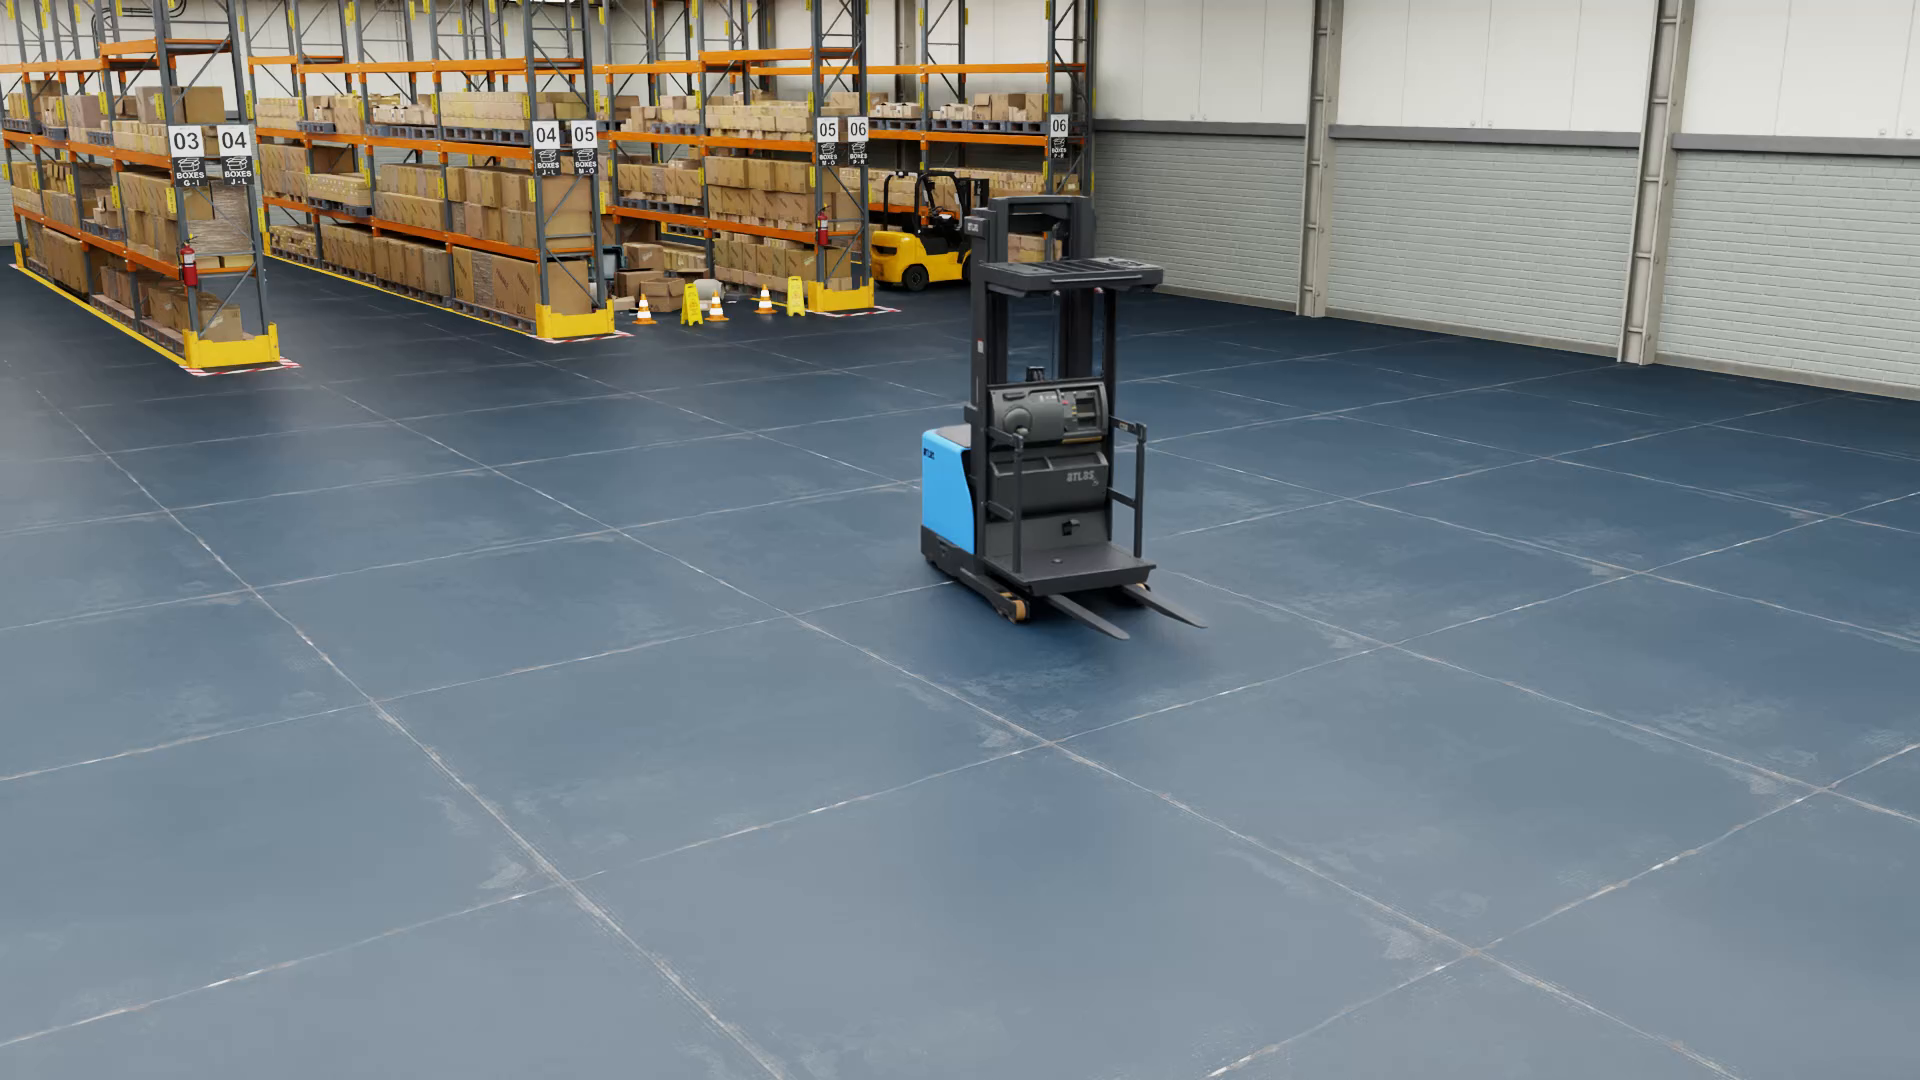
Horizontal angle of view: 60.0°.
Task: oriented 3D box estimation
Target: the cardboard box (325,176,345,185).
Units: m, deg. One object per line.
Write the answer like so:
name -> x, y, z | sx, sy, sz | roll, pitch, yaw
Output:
cardboard box -> -12.376, -7.129, 32.995 | 0.380, 0.149, 0.250 | -10, 18, -32

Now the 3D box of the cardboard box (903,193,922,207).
cardboard box -> -0.844, -7.040, 34.400 | 0.500, 0.250, 0.500 | -10, 18, -33

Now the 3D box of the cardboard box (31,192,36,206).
cardboard box -> -17.846, -6.679, 32.517 | 0.500, 0.250, 0.500 | -10, 18, -33

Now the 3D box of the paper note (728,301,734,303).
paper note -> -4.038, -4.220, 29.435 | 0.148, 0.019, 0.142 | 10, 18, 33

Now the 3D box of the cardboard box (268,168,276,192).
cardboard box -> -14.973, -7.989, 36.831 | 0.500, 0.500, 0.500 | -11, 19, -34

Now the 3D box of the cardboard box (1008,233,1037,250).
cardboard box -> 1.188, -5.708, 31.767 | 0.500, 0.250, 0.500 | -10, 18, -34

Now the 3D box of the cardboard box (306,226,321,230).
cardboard box -> -14.375, -6.924, 37.170 | 0.380, 0.149, 0.250 | -12, 19, -37

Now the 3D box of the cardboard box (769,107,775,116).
cardboard box -> -3.098, -7.445, 28.878 | 0.380, 0.149, 0.250 | -12, 19, -36

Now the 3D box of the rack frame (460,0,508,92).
rack frame -> -11.404, -11.730, 39.887 | 1.000, 3.000, 0.127 | -11, 19, -35

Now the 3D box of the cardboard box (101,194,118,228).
cardboard box -> -13.459, -5.344, 26.928 | 0.797, 0.503, 0.637 | -9, 18, -29

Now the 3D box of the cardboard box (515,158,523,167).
cardboard box -> -9.845, -8.680, 38.025 | 0.500, 0.500, 0.500 | -11, 19, -35

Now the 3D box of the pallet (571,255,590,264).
pallet -> -7.816, -6.224, 36.415 | 1.003, 0.211, 1.213 | -11, 19, -35

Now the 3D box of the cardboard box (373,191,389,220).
cardboard box -> -10.599, -6.249, 31.035 | 0.500, 0.500, 0.500 | -11, 19, -34

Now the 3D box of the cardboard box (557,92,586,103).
cardboard box -> -5.880, -6.712, 25.215 | 0.380, 0.149, 0.250 | -11, 19, -34

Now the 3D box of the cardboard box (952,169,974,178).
cardboard box -> 0.064, -7.270, 32.974 | 0.380, 0.149, 0.250 | -10, 18, -33

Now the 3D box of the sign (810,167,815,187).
sign -> -2.457, -6.049, 27.703 | 0.100, 0.325, 0.005 | -11, 19, -35

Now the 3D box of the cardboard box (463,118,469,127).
cardboard box -> -7.754, -6.713, 26.730 | 0.380, 0.149, 0.250 | -11, 19, -35

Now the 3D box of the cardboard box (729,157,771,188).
cardboard box -> -3.709, -6.596, 29.848 | 0.700, 0.500, 0.500 | -11, 19, -36

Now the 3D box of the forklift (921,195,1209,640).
forklift -> 0.747, -0.951, 11.998 | 1.130, 2.935, 3.031 | -7, 17, -23

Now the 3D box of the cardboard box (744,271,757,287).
cardboard box -> -3.583, -4.757, 30.189 | 0.500, 0.250, 0.500 | -11, 19, -35

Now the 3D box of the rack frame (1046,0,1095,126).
rack frame -> 2.016, -9.085, 30.222 | 1.000, 3.000, 0.127 | -11, 19, -35

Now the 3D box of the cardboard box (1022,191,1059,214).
cardboard box -> 1.514, -6.304, 31.236 | 0.500, 0.500, 0.500 | -11, 19, -36

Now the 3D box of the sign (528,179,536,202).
sign -> -6.388, -5.221, 24.829 | 0.100, 0.325, 0.005 | -11, 19, -35

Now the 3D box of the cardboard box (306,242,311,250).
cardboard box -> -13.608, -6.237, 35.224 | 0.380, 0.149, 0.250 | -12, 19, -37

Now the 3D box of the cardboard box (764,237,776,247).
cardboard box -> -3.248, -5.280, 29.449 | 0.380, 0.149, 0.250 | -10, 18, -32

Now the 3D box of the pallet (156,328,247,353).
pallet -> -11.220, -2.992, 24.609 | 1.003, 0.211, 1.213 | -11, 19, -35

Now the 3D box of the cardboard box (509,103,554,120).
cardboard box -> -6.455, -6.460, 25.050 | 0.500, 0.250, 0.500 | -11, 19, -34

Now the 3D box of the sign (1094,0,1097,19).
sign -> 2.469, -9.696, 30.388 | 0.100, 0.325, 0.005 | -11, 19, -35

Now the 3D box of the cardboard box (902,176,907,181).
cardboard box -> -0.984, -7.558, 34.589 | 0.380, 0.149, 0.250 | -11, 19, -35

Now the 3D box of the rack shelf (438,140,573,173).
rack shelf -> -7.117, -6.157, 26.570 | 1.077, 0.370, 4.000 | -11, 19, -35

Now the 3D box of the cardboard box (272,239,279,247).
cardboard box -> -15.300, -6.712, 37.524 | 0.380, 0.149, 0.250 | -10, 18, -33

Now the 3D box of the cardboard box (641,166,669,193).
cardboard box -> -5.993, -7.168, 33.035 | 0.500, 0.500, 0.500 | -10, 18, -34

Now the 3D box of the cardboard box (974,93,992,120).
cardboard box -> 0.724, -8.360, 32.077 | 0.797, 0.503, 0.637 | -10, 18, -33

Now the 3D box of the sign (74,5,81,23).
sign -> -16.636, -9.913, 31.330 | 0.100, 0.325, 0.005 | -11, 19, -35

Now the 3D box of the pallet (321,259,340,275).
pallet -> -12.538, -5.681, 34.434 | 1.003, 0.211, 1.213 | -11, 19, -35

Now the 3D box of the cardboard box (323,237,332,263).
cardboard box -> -12.777, -5.990, 34.220 | 0.500, 0.500, 0.500 | -10, 18, -32

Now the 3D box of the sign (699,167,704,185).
sign -> -4.795, -6.746, 30.847 | 0.100, 0.325, 0.005 | -11, 19, -35

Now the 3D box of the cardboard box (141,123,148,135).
cardboard box -> -11.187, -5.738, 23.206 | 0.380, 0.149, 0.250 | -12, 19, -37

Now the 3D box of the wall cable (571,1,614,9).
wall cable -> -9.674, -16.588, 47.101 | 2.988, 3.039, 0.133 | -11, 19, -35

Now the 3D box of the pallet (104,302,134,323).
pallet -> -13.545, -3.818, 27.624 | 1.003, 0.211, 1.213 | -11, 19, -35

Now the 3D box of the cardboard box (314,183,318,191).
cardboard box -> -12.831, -7.152, 33.641 | 0.380, 0.149, 0.250 | -10, 18, -33

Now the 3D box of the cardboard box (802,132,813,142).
cardboard box -> -2.433, -6.778, 27.953 | 0.380, 0.149, 0.250 | -11, 19, -34

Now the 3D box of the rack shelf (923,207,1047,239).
rack shelf -> 0.840, -6.271, 32.670 | 1.077, 0.370, 4.000 | -11, 19, -35

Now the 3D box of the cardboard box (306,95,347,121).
cardboard box -> -12.863, -8.792, 33.850 | 0.700, 0.500, 0.500 | -11, 19, -34

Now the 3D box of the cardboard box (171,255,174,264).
cardboard box -> -10.817, -3.944, 23.280 | 0.380, 0.149, 0.250 | -11, 19, -35

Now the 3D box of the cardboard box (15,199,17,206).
cardboard box -> -19.326, -6.995, 34.429 | 0.380, 0.149, 0.250 | -11, 19, -35

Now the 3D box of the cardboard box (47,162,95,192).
cardboard box -> -16.686, -6.841, 31.299 | 0.797, 0.503, 0.637 | -11, 19, -36

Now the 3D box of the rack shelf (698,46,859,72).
rack shelf -> -3.173, -8.392, 29.060 | 1.077, 0.370, 4.000 | -11, 19, -35

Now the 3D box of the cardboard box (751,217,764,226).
cardboard box -> -3.507, -5.712, 29.739 | 0.380, 0.149, 0.250 | -11, 19, -35

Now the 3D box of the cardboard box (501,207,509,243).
cardboard box -> -6.765, -5.028, 26.479 | 0.875, 0.550, 0.550 | -11, 19, -35

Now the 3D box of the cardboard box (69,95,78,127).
cardboard box -> -14.353, -7.077, 27.432 | 0.500, 0.500, 0.500 | -11, 19, -34

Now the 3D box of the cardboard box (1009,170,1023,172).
cardboard box -> 1.105, -7.135, 32.482 | 0.380, 0.149, 0.250 | -11, 19, -34

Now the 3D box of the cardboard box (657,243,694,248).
cardboard box -> -5.936, -5.785, 33.712 | 0.950, 0.372, 0.625 | -11, 19, -36

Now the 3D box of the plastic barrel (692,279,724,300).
plastic barrel -> -4.436, -4.383, 29.289 | 0.512, 0.421, 0.421 | 1, 15, 4

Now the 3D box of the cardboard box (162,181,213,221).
cardboard box -> -10.536, -4.635, 22.681 | 0.500, 0.500, 0.500 | -11, 19, -35
